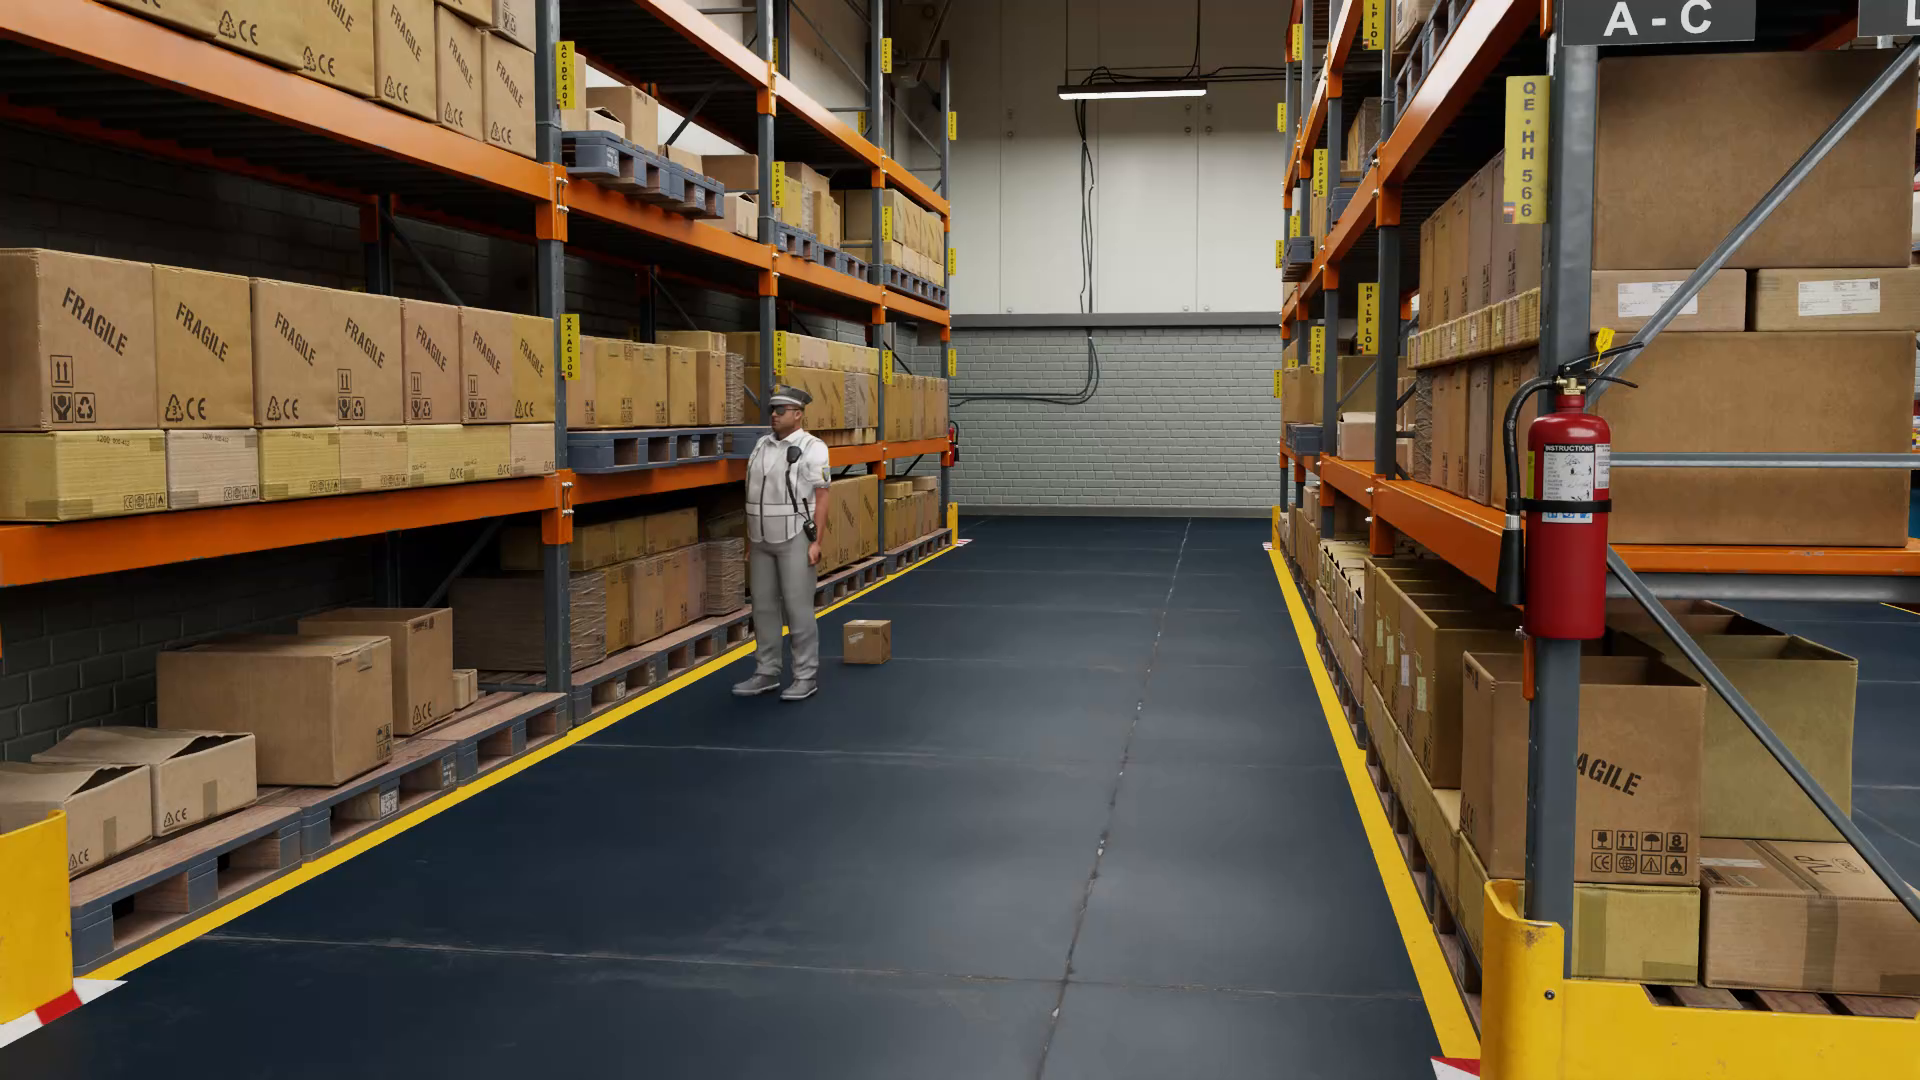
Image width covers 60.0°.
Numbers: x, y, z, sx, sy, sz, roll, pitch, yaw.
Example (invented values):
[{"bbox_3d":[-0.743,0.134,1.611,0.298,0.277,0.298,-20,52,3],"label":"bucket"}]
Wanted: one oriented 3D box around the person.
[{"bbox_3d":[-1.004,0.003,9.448,0.520,1.771,0.403,3,5,30],"label":"person"}]
